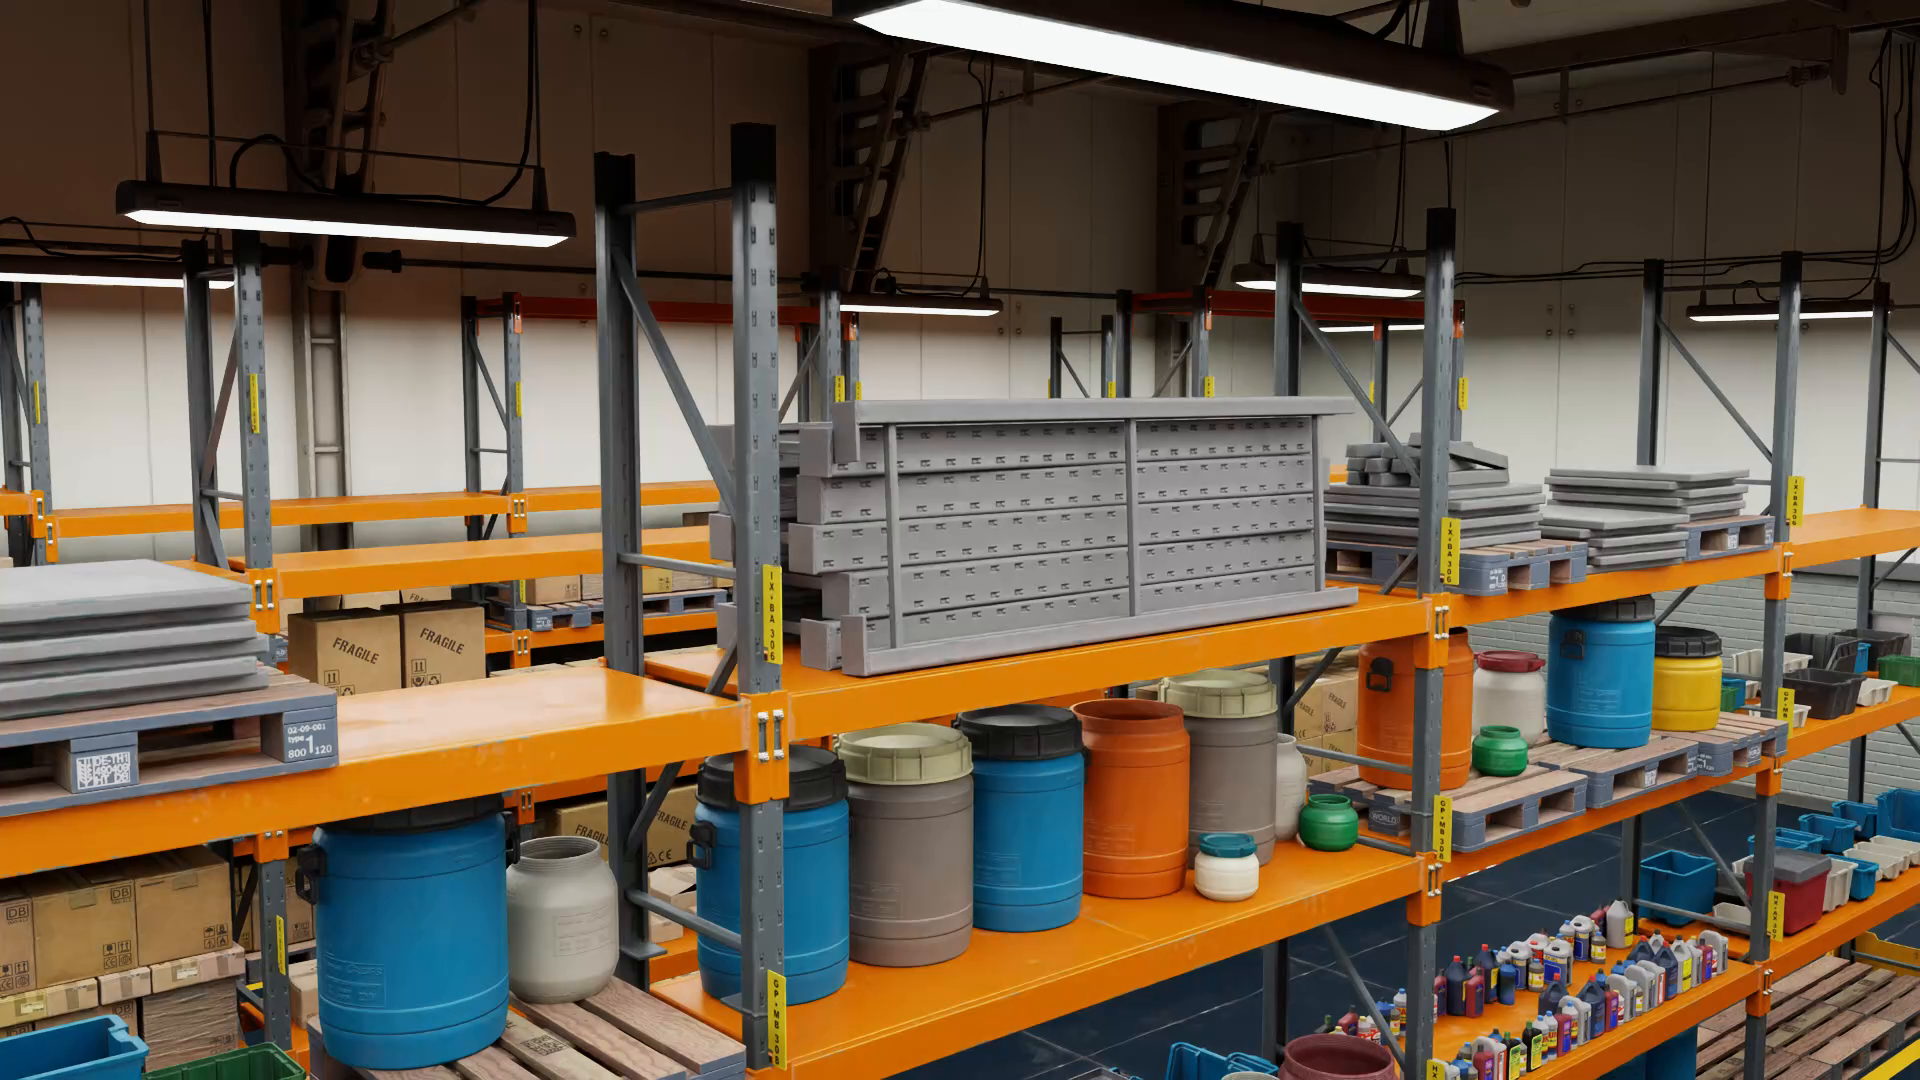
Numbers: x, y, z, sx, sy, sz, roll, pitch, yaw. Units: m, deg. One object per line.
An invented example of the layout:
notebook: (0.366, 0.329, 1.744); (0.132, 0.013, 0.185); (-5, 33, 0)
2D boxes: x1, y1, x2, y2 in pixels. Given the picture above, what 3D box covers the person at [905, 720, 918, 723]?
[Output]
person: (-0.577, 2.692, 17.553); (0.754, 1.697, 0.471); (-4, 7, -36)
